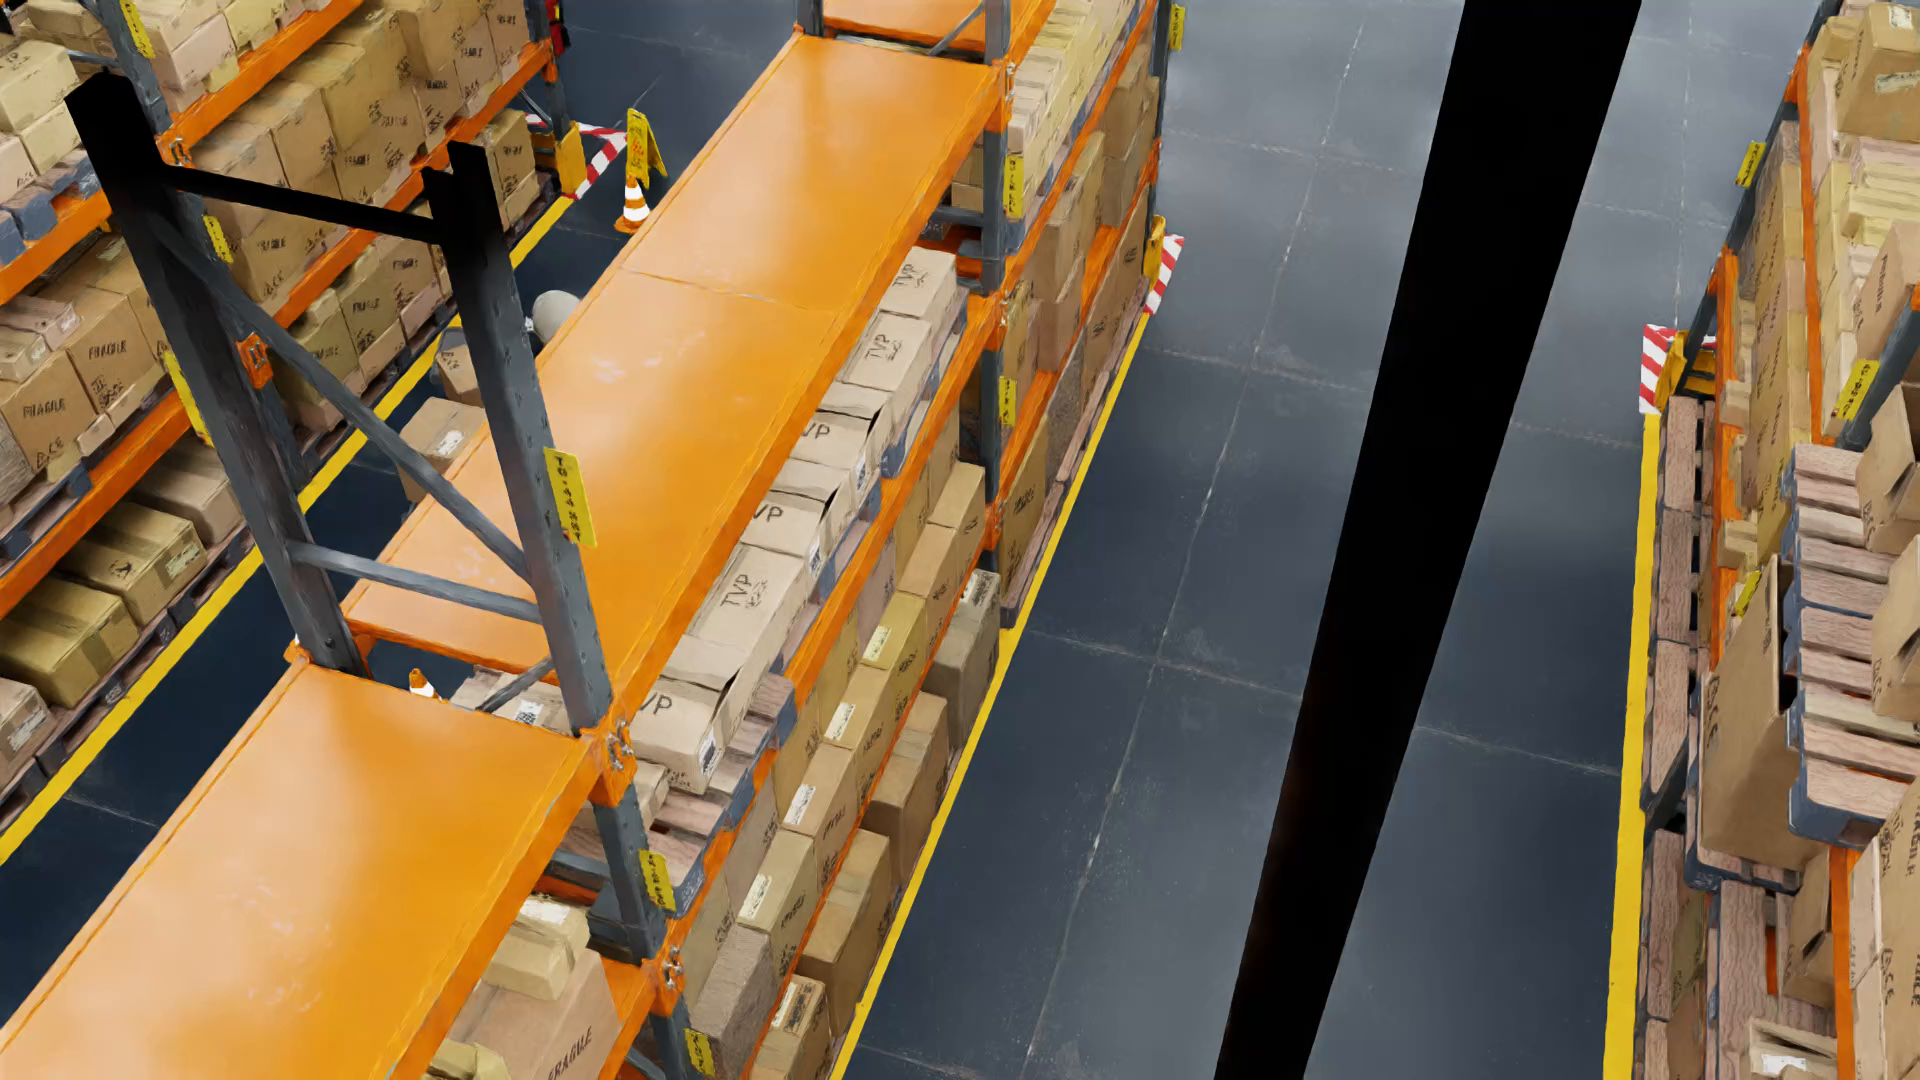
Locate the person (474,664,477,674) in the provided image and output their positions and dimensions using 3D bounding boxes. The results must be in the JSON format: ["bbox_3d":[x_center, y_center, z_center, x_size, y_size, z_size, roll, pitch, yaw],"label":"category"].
[{"bbox_3d":[-2.316,1.114,8.803,0.518,1.779,0.634,-4,46,-4],"label":"person"}]
